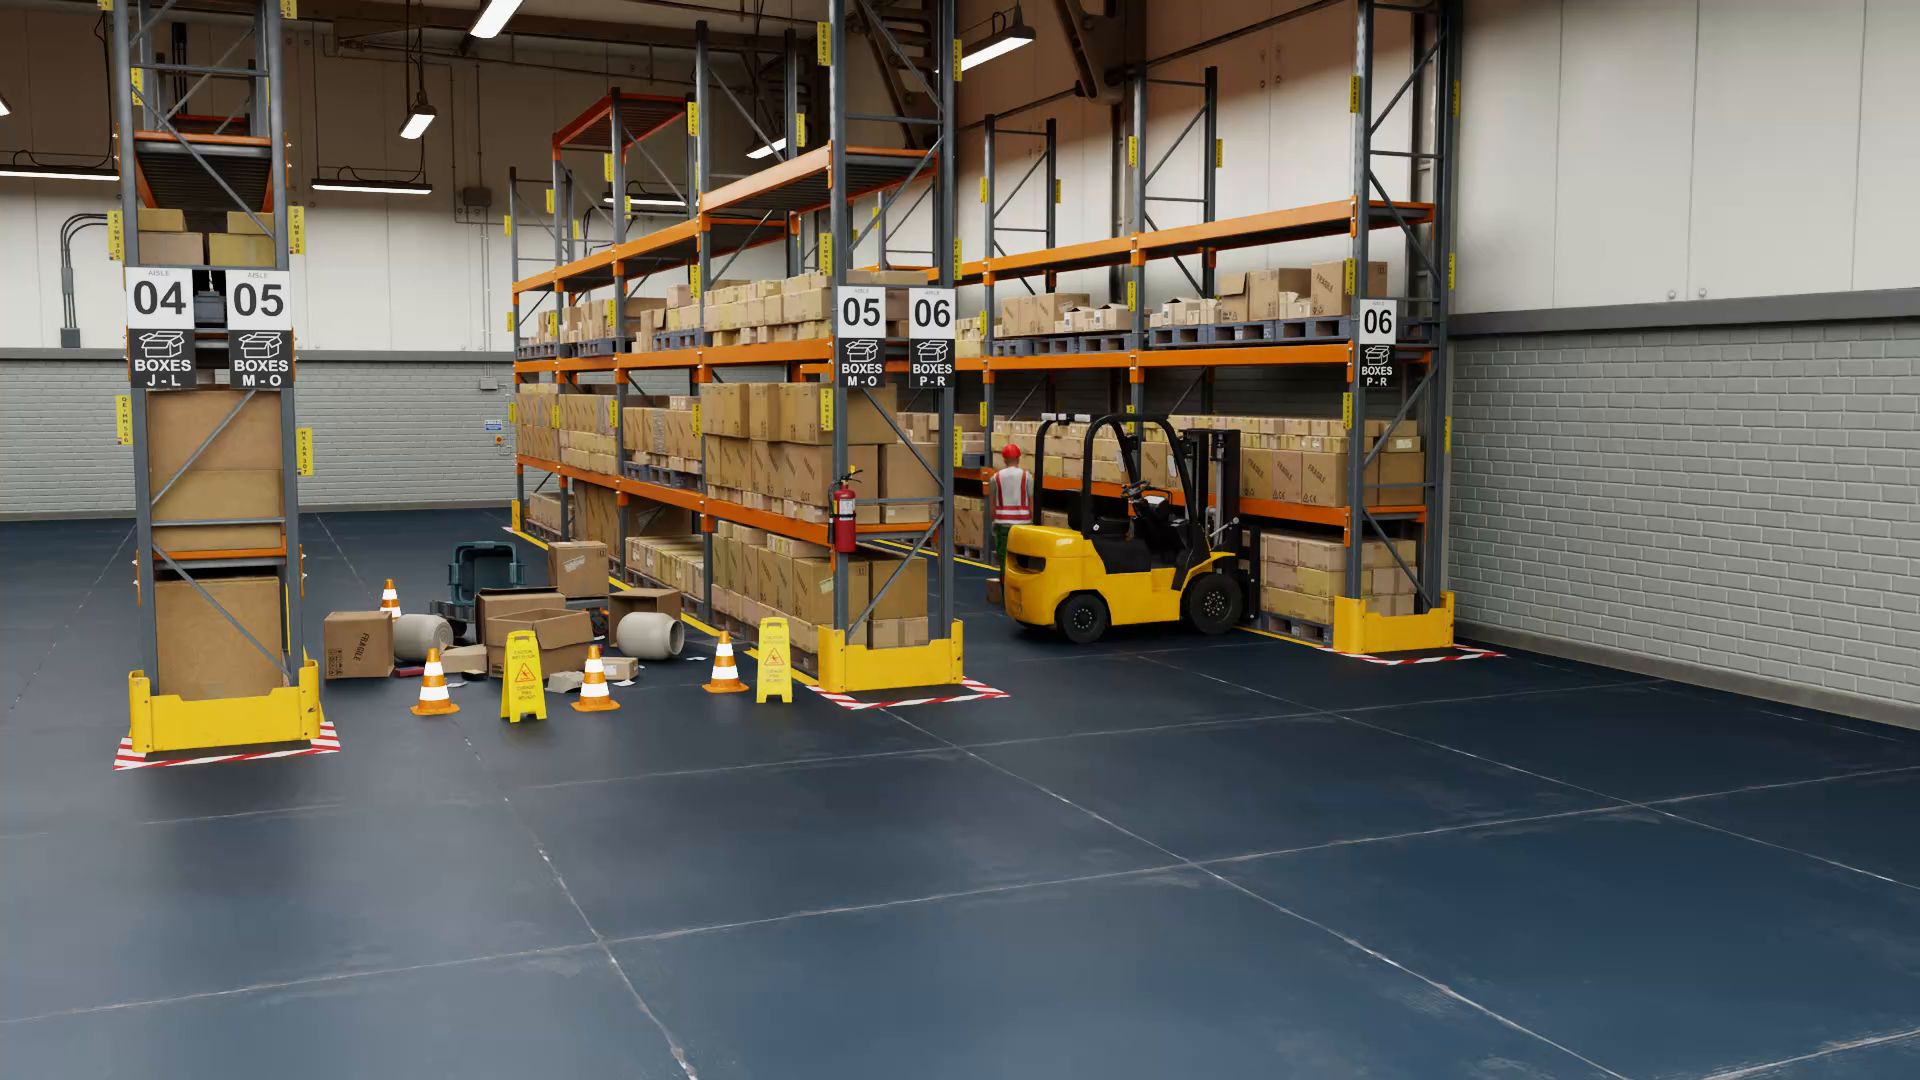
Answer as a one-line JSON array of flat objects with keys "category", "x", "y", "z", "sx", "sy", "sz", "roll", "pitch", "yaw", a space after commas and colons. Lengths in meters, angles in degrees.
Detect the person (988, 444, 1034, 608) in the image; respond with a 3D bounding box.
[{"category": "person", "x": 0.603, "y": -0.171, "z": 18.333, "sx": 0.556, "sy": 1.790, "sz": 0.630, "roll": 0, "pitch": 5, "yaw": 5}]
